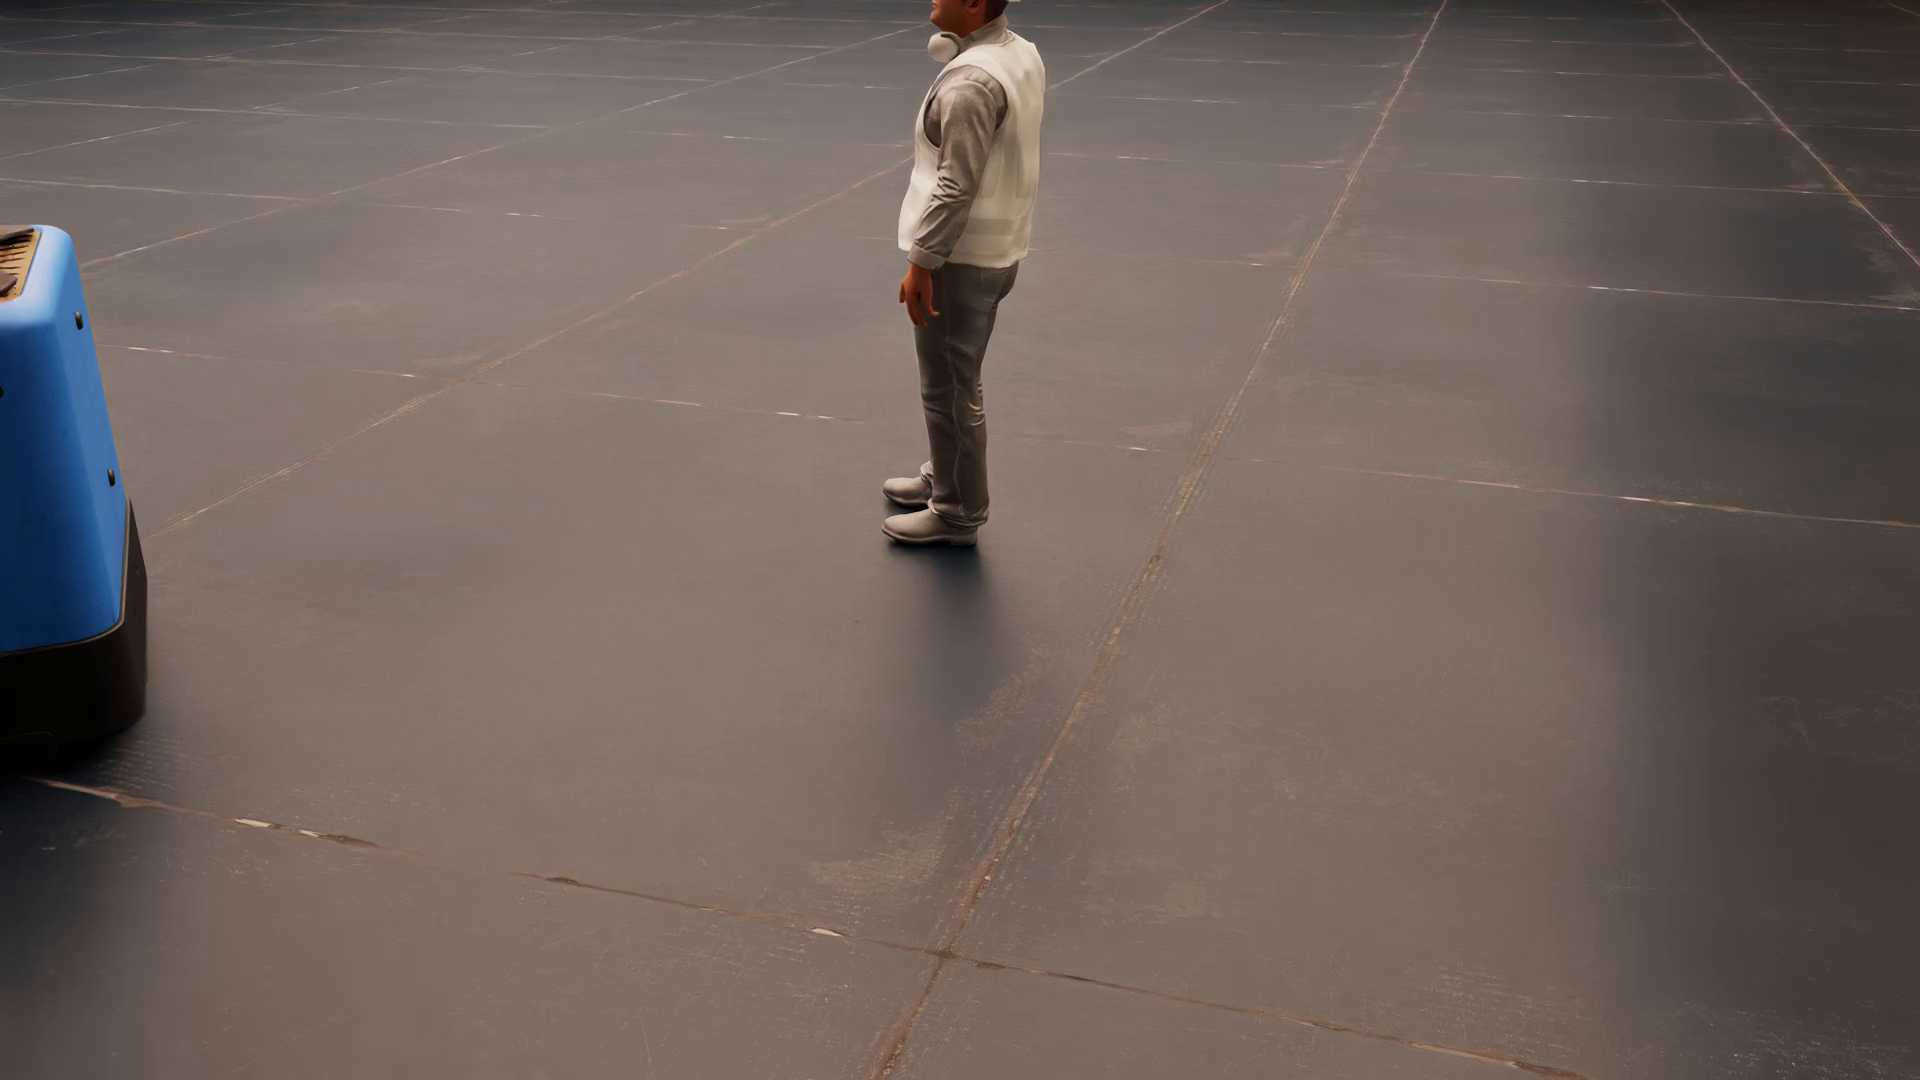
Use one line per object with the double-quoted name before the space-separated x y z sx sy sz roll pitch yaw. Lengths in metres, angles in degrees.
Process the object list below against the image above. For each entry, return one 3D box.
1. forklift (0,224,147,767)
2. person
"forklift" -3.496 -0.798 3.211 3.031 2.935 1.130 -10 24 -22
"person" -0.058 -0.837 4.803 0.566 1.775 0.634 7 23 16
